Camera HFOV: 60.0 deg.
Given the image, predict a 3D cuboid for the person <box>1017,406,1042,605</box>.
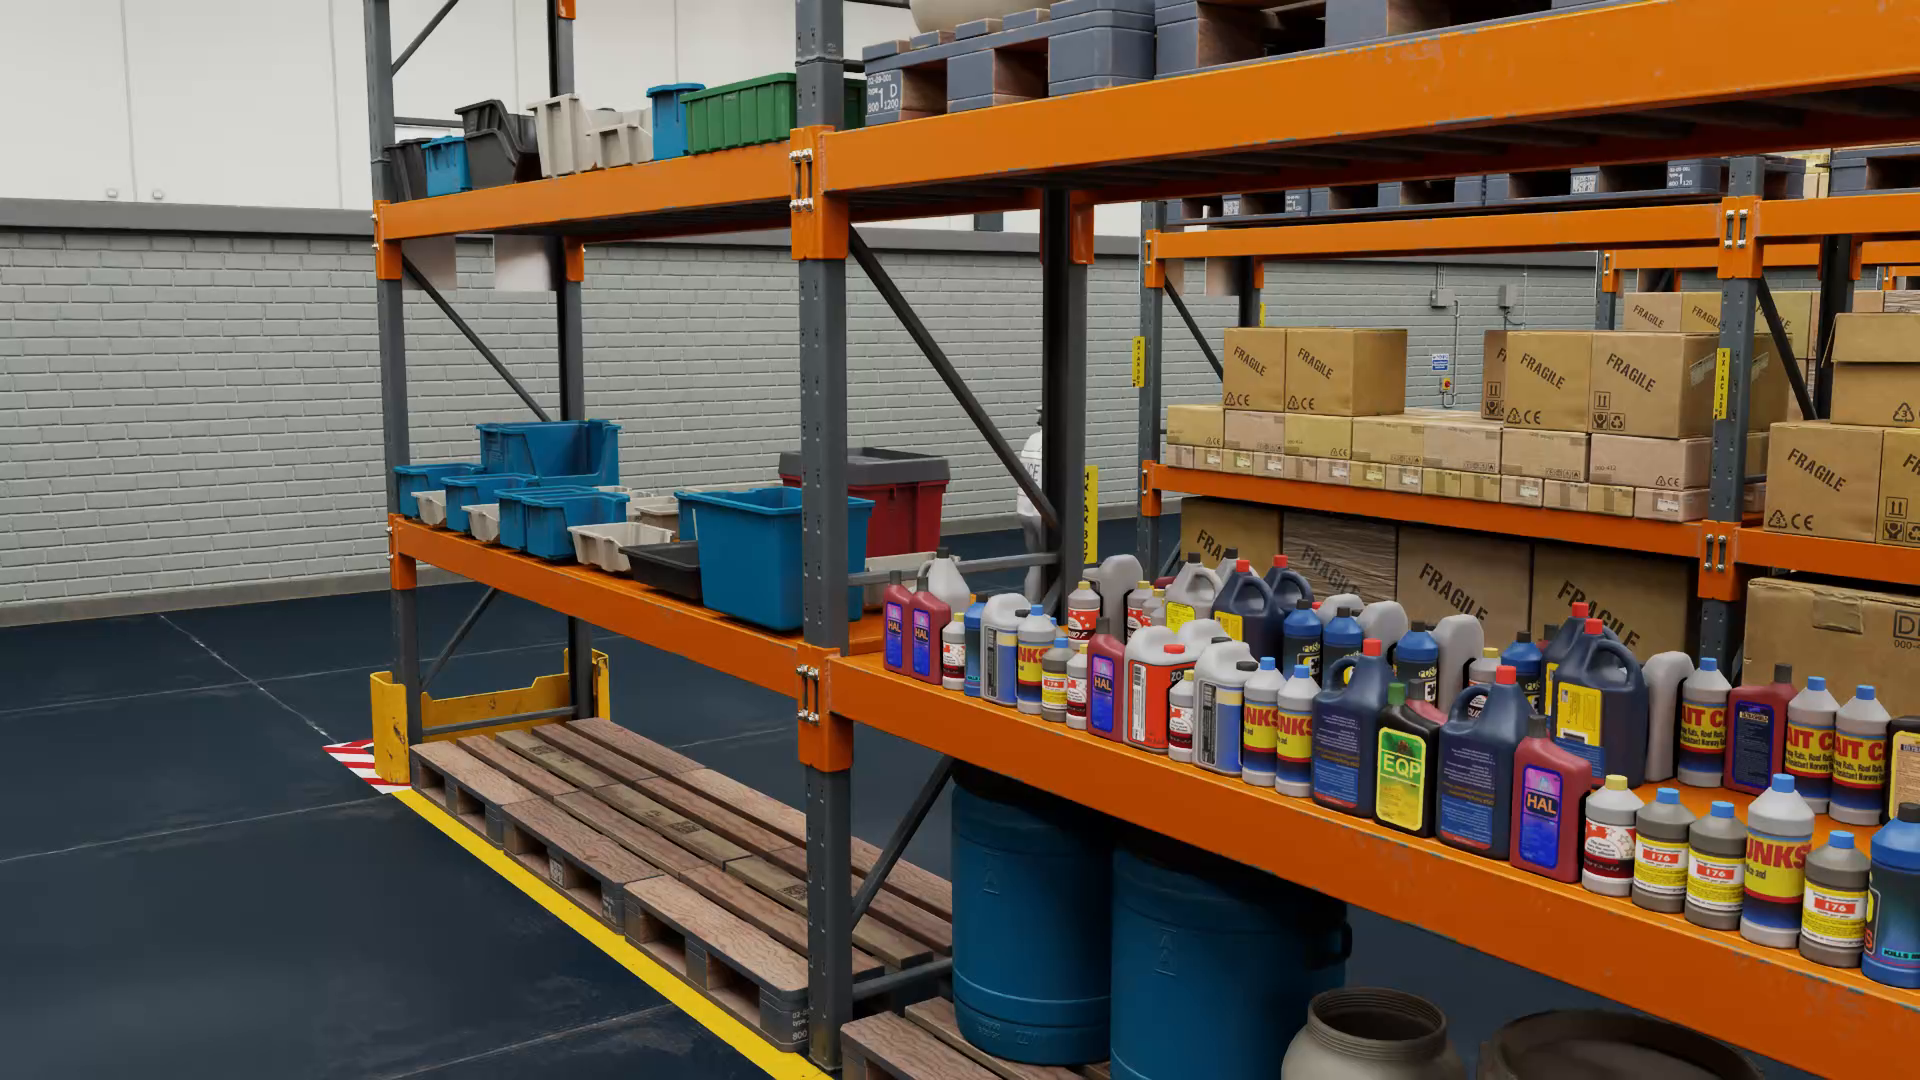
[{"bbox_3d":[0.634,-0.162,11.987,0.399,1.657,0.512,-4,9,-29],"label":"person"}]
